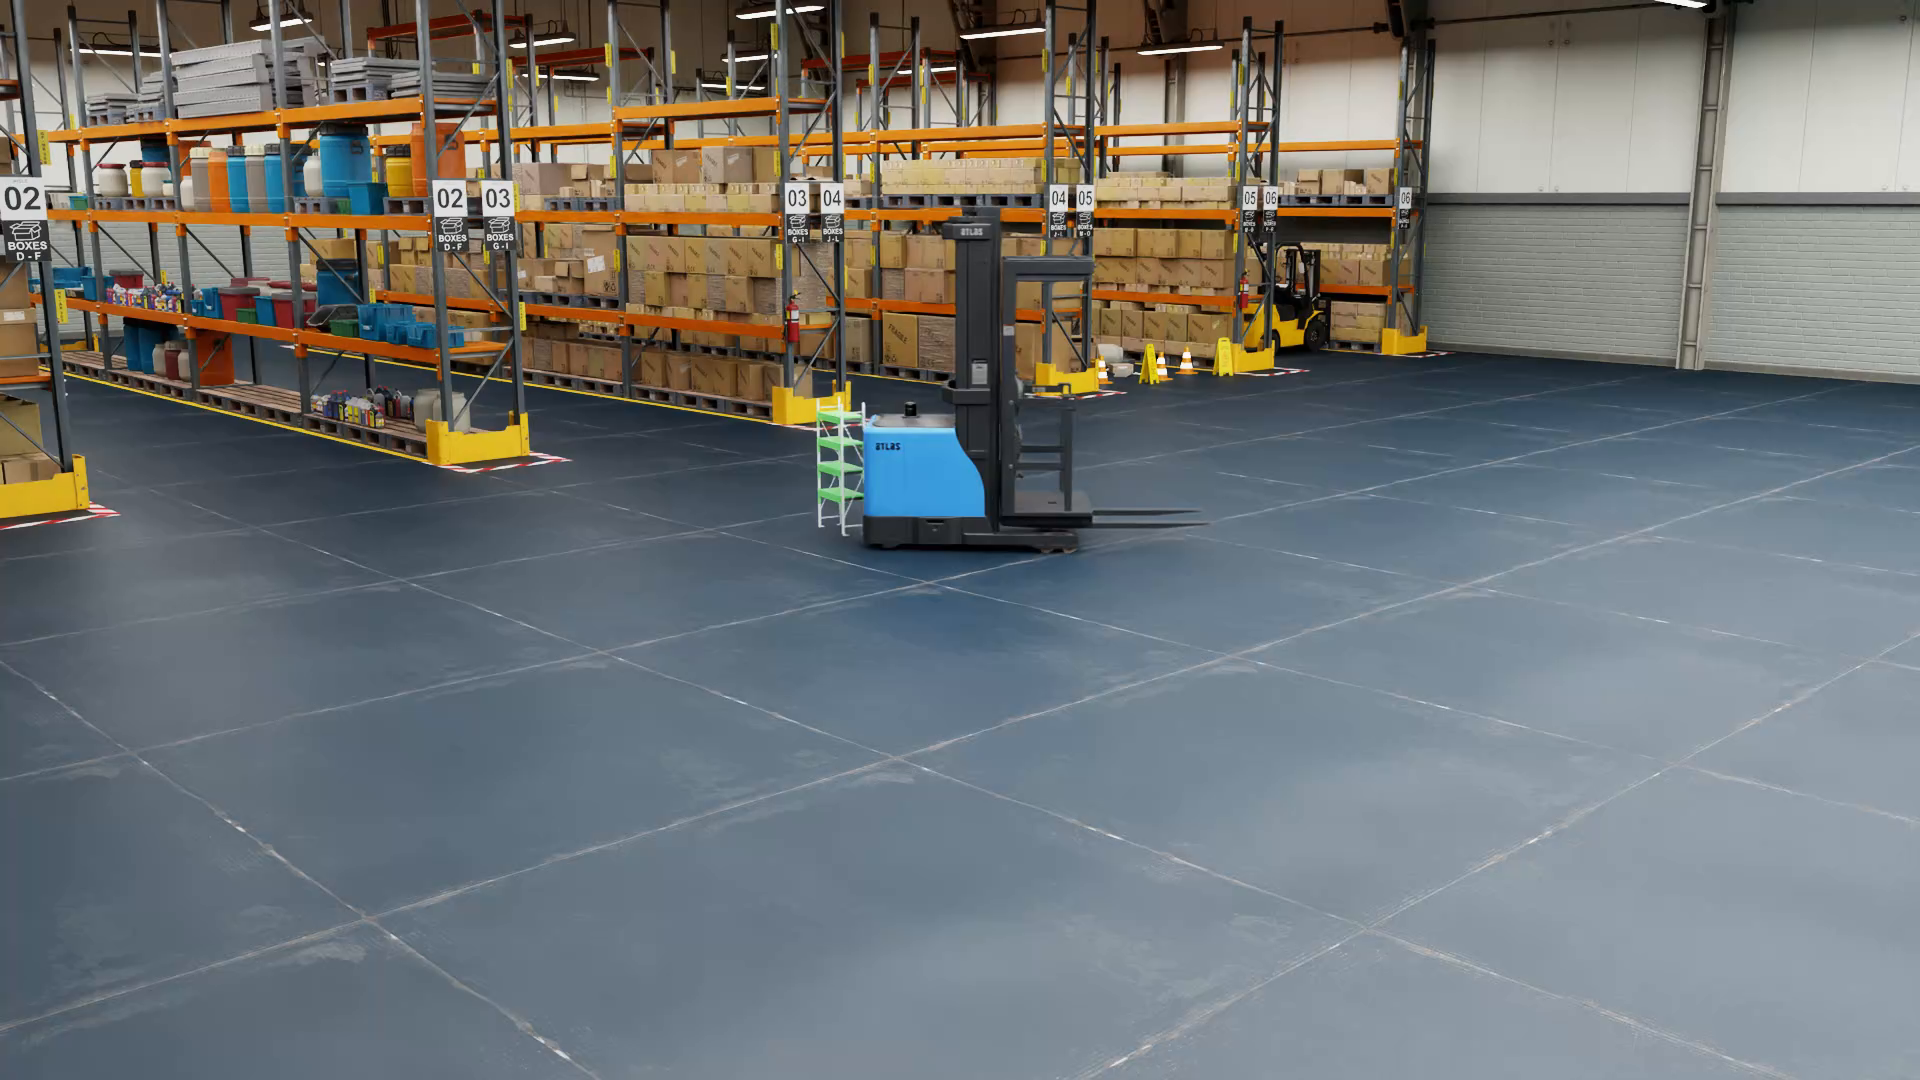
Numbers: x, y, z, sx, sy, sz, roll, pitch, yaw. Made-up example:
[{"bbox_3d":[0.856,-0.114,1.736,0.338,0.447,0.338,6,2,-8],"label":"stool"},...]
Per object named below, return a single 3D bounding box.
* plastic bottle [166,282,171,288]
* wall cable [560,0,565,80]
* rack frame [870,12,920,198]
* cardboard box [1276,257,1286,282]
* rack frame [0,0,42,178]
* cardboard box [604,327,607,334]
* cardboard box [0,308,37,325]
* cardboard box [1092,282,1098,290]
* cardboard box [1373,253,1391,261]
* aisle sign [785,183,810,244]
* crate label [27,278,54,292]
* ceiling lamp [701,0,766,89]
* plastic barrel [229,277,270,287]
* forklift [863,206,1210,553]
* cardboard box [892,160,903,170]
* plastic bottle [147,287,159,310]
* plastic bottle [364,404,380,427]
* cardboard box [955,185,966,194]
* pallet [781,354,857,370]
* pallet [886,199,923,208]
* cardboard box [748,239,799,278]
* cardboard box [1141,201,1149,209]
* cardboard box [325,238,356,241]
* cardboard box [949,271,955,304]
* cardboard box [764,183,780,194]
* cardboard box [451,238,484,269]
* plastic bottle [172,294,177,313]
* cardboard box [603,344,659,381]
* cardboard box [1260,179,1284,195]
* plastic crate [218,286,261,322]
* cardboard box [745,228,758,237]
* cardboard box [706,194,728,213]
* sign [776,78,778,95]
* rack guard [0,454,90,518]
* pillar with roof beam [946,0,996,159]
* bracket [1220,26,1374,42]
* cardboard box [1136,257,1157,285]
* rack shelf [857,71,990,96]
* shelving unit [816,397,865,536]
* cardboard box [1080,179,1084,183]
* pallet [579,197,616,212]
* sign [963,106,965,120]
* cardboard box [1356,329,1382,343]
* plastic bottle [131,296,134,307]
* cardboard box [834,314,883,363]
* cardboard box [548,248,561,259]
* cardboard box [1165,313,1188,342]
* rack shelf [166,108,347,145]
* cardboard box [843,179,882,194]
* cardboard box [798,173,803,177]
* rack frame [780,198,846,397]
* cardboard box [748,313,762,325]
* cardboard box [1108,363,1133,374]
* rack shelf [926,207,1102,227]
[{"bbox_3d":[-12.981,-4.063,27.319,0.144,0.351,0.185,-11,16,-43],"label":"plastic bottle"},{"bbox_3d":[-11.115,-13.282,42.210,2.355,3.000,0.029,-11,16,-43],"label":"wall cable"},{"bbox_3d":[-1.088,-7.313,28.105,1.000,3.000,0.127,-11,16,-43],"label":"rack frame"},{"bbox_3d":[6.849,-5.572,34.273,0.500,0.500,0.500,-11,16,-43],"label":"cardboard box"},{"bbox_3d":[-9.151,-4.673,15.290,1.000,3.000,0.127,-11,16,-43],"label":"rack frame"},{"bbox_3d":[-7.249,-4.411,34.910,0.380,0.149,0.250,-10,16,-41],"label":"cardboard box"},{"bbox_3d":[-9.266,-2.188,16.244,0.380,0.149,0.250,-11,16,-43],"label":"cardboard box"},{"bbox_3d":[2.619,-4.836,31.571,0.380,0.149,0.250,-10,15,-41],"label":"cardboard box"},{"bbox_3d":[8.330,-5.566,32.637,0.380,0.149,0.250,-11,16,-42],"label":"cardboard box"},{"bbox_3d":[-2.157,-4.337,22.084,0.394,0.787,0.004,-11,16,-43],"label":"aisle sign"},{"bbox_3d":[-16.682,-4.625,30.191,0.416,0.233,0.303,-11,16,-43],"label":"crate label"},{"bbox_3d":[-5.813,-13.386,43.120,2.000,3.185,0.800,-11,16,-43],"label":"ceiling lamp"},{"bbox_3d":[-10.551,-3.633,24.773,0.600,0.536,0.708,-11,16,-43],"label":"plastic barrel"},{"bbox_3d":[0.675,-1.434,14.610,3.031,2.935,1.130,0,12,1],"label":"forklift"},{"bbox_3d":[-0.906,-6.228,27.632,0.380,0.149,0.250,-11,16,-43],"label":"cardboard box"},{"bbox_3d":[-12.547,-3.763,25.864,0.144,0.351,0.185,-11,16,-43],"label":"plastic bottle"},{"bbox_3d":[-7.305,-1.553,20.675,0.152,0.276,0.135,-11,16,-42],"label":"plastic bottle"},{"bbox_3d":[0.146,-5.615,26.634,0.380,0.149,0.250,-11,16,-42],"label":"cardboard box"},{"bbox_3d":[-2.523,-3.289,30.352,1.003,0.211,1.213,-11,16,-43],"label":"pallet"},{"bbox_3d":[-0.823,-7.126,35.100,1.213,0.211,1.003,-10,15,-40],"label":"pallet"},{"bbox_3d":[-2.542,-3.844,22.675,0.500,0.500,0.500,-11,16,-43],"label":"cardboard box"},{"bbox_3d":[3.526,-6.120,30.371,0.380,0.149,0.250,-11,16,-42],"label":"cardboard box"},{"bbox_3d":[-12.506,-5.854,33.670,0.500,0.500,0.500,-11,16,-42],"label":"cardboard box"},{"bbox_3d":[0.297,-4.160,27.298,0.875,0.550,0.500,-11,16,-43],"label":"cardboard box"},{"bbox_3d":[-2.401,-4.702,22.251,0.380,0.149,0.250,-11,16,-43],"label":"cardboard box"},{"bbox_3d":[-8.449,-5.026,29.142,0.797,0.503,0.637,-10,16,-41],"label":"cardboard box"},{"bbox_3d":[-11.837,-3.568,25.084,0.061,0.283,0.133,-11,16,-43],"label":"plastic bottle"},{"bbox_3d":[-5.154,-2.782,26.084,0.500,0.500,0.700,10,15,41],"label":"cardboard box"},{"bbox_3d":[6.408,-7.296,34.390,0.500,0.311,0.500,-10,16,-41],"label":"cardboard box"},{"bbox_3d":[-10.196,-3.344,23.552,0.402,0.464,0.583,-11,16,-43],"label":"plastic crate"},{"bbox_3d":[-4.672,-7.038,38.913,0.500,0.500,0.500,-11,16,-42],"label":"cardboard box"},{"bbox_3d":[-3.195,-4.693,23.196,0.500,0.250,0.500,-10,16,-41],"label":"cardboard box"},{"bbox_3d":[-3.452,-8.509,31.206,0.100,0.325,0.005,-11,16,-43],"label":"sign"},{"bbox_3d":[-9.134,-0.506,16.131,1.175,0.500,0.348,-11,16,-43],"label":"rack guard"},{"bbox_3d":[-2.458,-9.504,38.743,9.100,9.000,0.548,-11,16,-43],"label":"pillar with roof beam"},{"bbox_3d":[6.620,-10.503,34.670,0.076,0.066,4.783,-11,16,-43],"label":"bracket"},{"bbox_3d":[3.588,-4.954,30.541,0.500,0.500,0.500,-11,16,-42],"label":"cardboard box"},{"bbox_3d":[-0.897,-11.444,41.705,1.077,0.370,4.000,-11,16,-43],"label":"rack shelf"},{"bbox_3d":[-1.088,-0.678,15.230,0.258,1.200,0.503,-7,13,-30],"label":"shelving unit"},{"bbox_3d":[2.403,-6.724,31.328,0.380,0.149,0.250,-11,16,-44],"label":"cardboard box"},{"bbox_3d":[-5.095,-5.180,25.653,1.213,0.211,1.003,-11,16,-43],"label":"pallet"},{"bbox_3d":[0.079,-10.300,40.095,0.100,0.325,0.005,-11,16,-43],"label":"sign"},{"bbox_3d":[8.219,-4.071,33.011,0.500,0.250,0.500,-11,16,-42],"label":"cardboard box"},{"bbox_3d":[-13.109,-3.801,26.422,0.097,0.201,0.097,0,12,0],"label":"plastic bottle"},{"bbox_3d":[-1.582,-3.556,29.274,1.050,0.750,0.750,-11,16,-43],"label":"cardboard box"},{"bbox_3d":[-8.548,-6.069,35.948,0.500,0.500,0.500,-11,16,-42],"label":"cardboard box"},{"bbox_3d":[4.079,-3.878,30.214,0.500,0.500,0.500,-10,15,-40],"label":"cardboard box"},{"bbox_3d":[-9.709,-5.690,23.001,1.077,0.370,4.000,-11,16,-43],"label":"rack shelf"},{"bbox_3d":[-1.692,-6.106,28.762,0.500,0.250,0.500,-11,16,-42],"label":"cardboard box"},{"bbox_3d":[-3.357,-8.134,37.990,0.500,0.500,0.500,-11,16,-42],"label":"cardboard box"},{"bbox_3d":[-1.983,-3.114,22.593,1.000,3.000,0.127,-11,16,-43],"label":"rack frame"},{"bbox_3d":[-2.711,-3.070,23.001,0.380,0.149,0.250,-11,16,-43],"label":"cardboard box"},{"bbox_3d":[2.819,-3.009,29.146,0.380,0.149,0.250,-3,12,-13],"label":"cardboard box"},{"bbox_3d":[1.041,-6.488,33.317,1.077,0.370,4.000,-11,16,-43],"label":"rack shelf"}]
